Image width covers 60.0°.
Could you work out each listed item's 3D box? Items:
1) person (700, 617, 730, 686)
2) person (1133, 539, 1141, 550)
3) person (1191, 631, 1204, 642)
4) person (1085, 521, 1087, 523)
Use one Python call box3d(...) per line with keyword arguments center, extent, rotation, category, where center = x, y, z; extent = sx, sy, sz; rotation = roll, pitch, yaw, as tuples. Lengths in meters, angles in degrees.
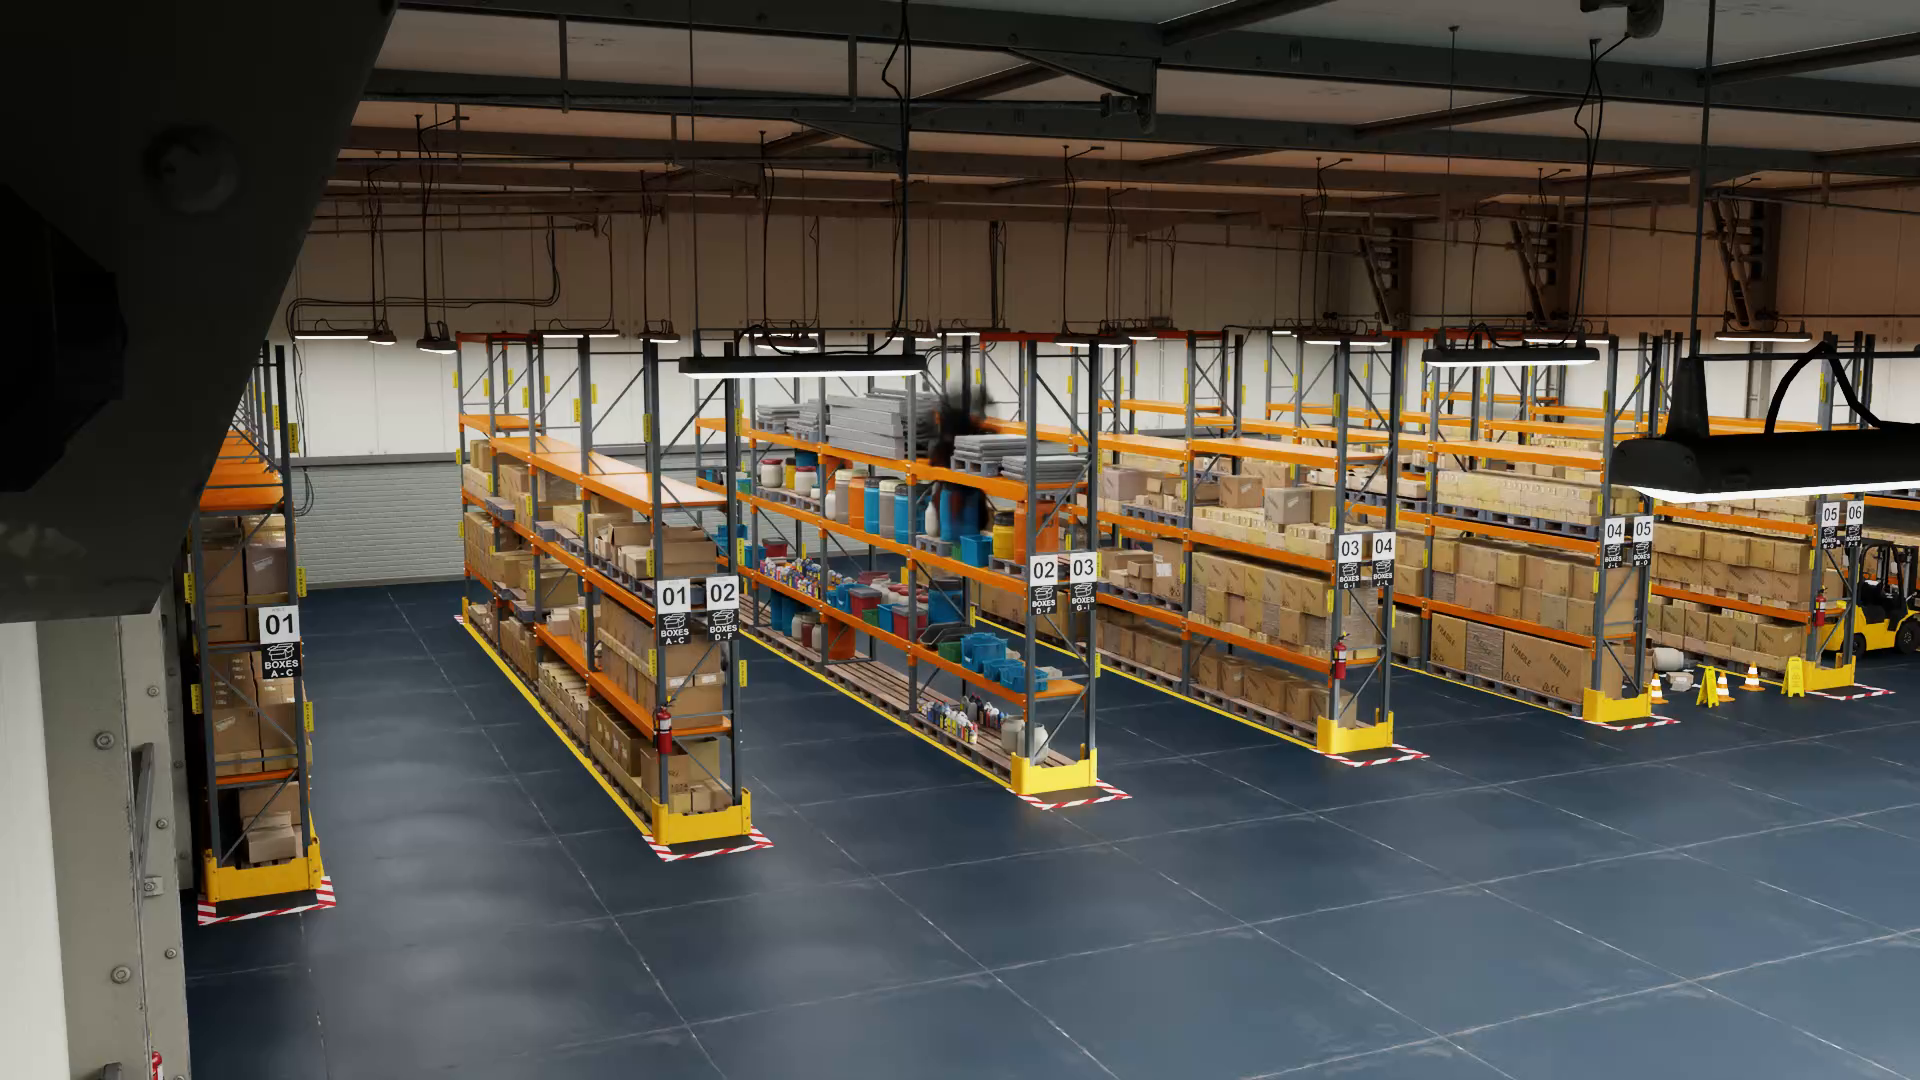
box3d(center=(-4.100, 1.660, 28.290), extent=(0.635, 1.727, 0.564), rotation=(-4, 9, -26), category="person")
box3d(center=(4.462, -0.282, 42.937), extent=(0.552, 1.684, 0.914), rotation=(6, 10, 40), category="person")
box3d(center=(4.594, 1.245, 31.594), extent=(0.636, 1.651, 0.767), rotation=(-3, 8, -24), category="person")
box3d(center=(2.926, 0.377, 38.234), extent=(0.599, 1.691, 0.903), rotation=(-2, 8, -18), category="person")
